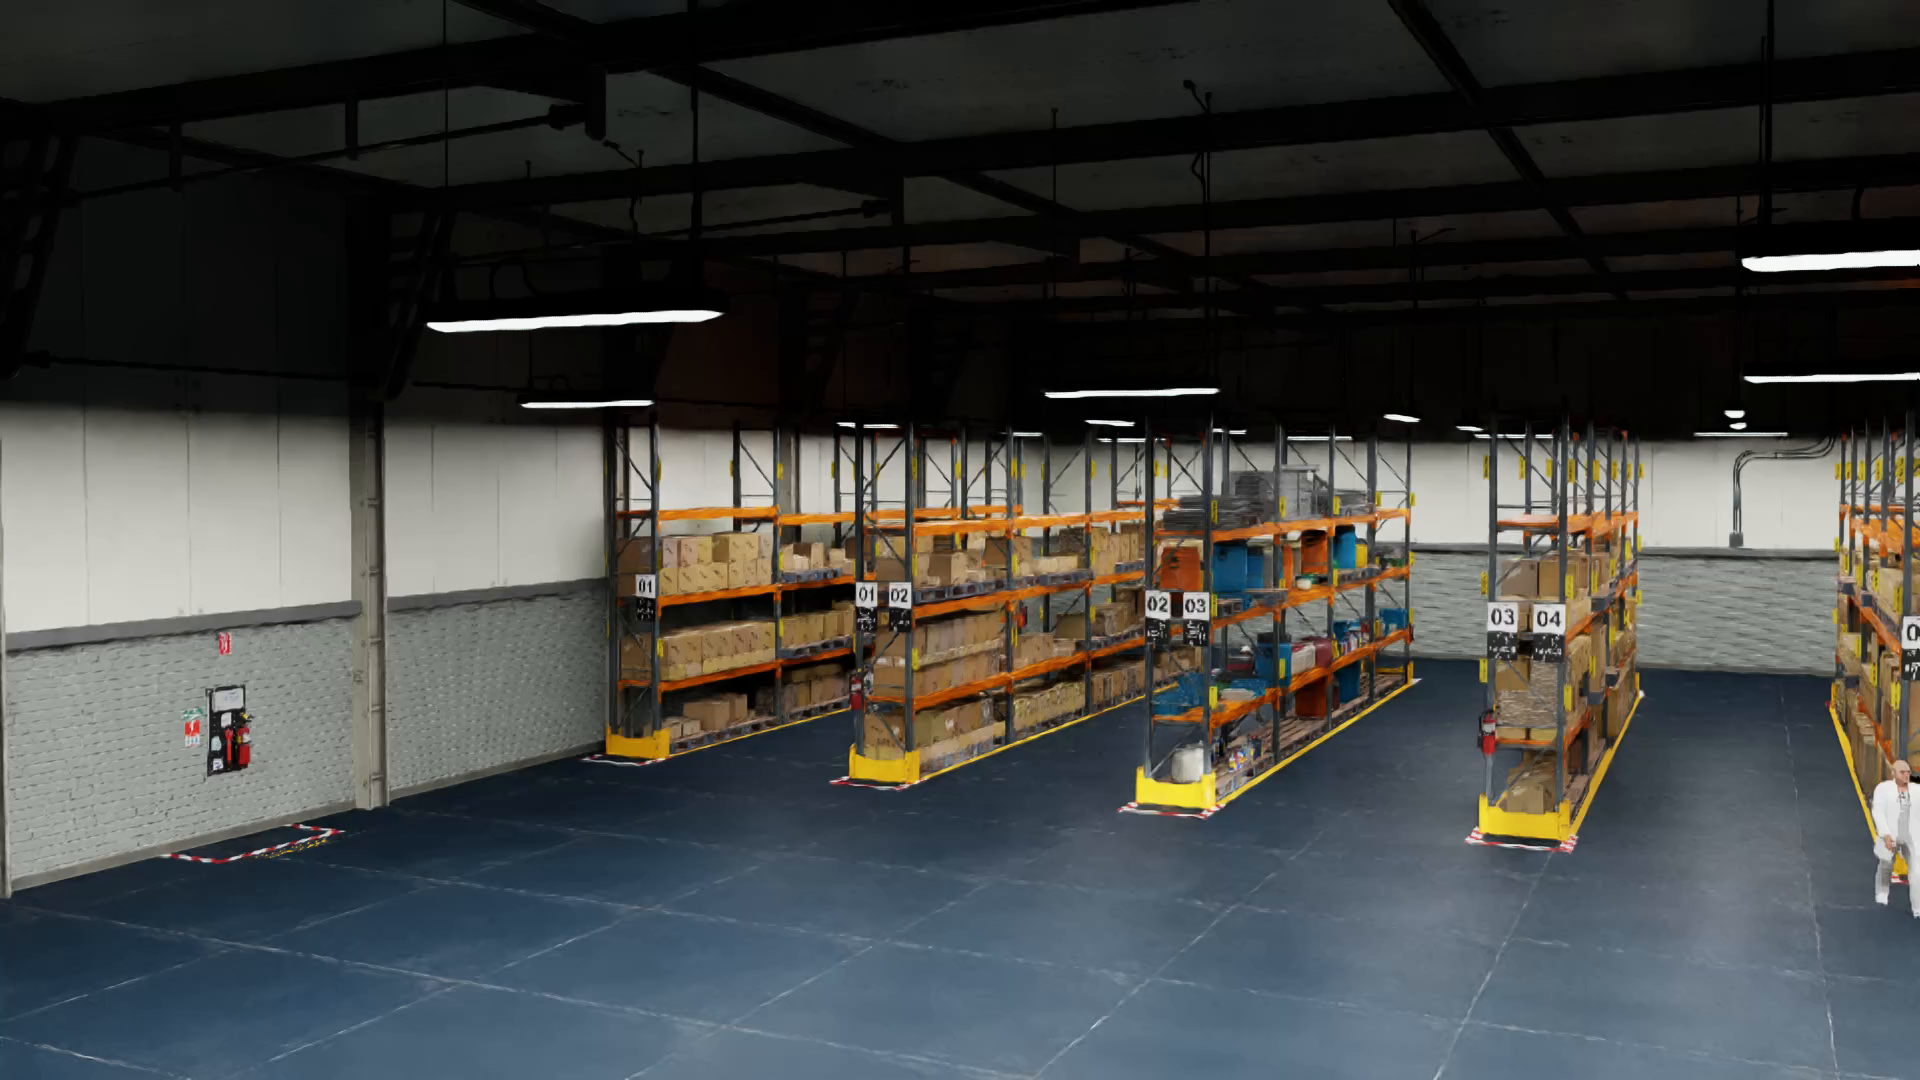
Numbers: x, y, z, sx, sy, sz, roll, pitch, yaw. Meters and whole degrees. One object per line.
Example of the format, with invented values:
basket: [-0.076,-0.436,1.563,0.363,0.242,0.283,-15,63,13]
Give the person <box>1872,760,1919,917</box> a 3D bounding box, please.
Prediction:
person: [10.593,3.336,18.751,0.580,1.715,1.105,1,3,17]

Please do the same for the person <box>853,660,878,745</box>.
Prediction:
person: [-1.682,2.935,29.905,0.639,1.632,0.512,1,3,24]

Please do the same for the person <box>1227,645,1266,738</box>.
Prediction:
person: [5.389,2.827,31.069,0.591,1.746,0.956,2,3,41]
